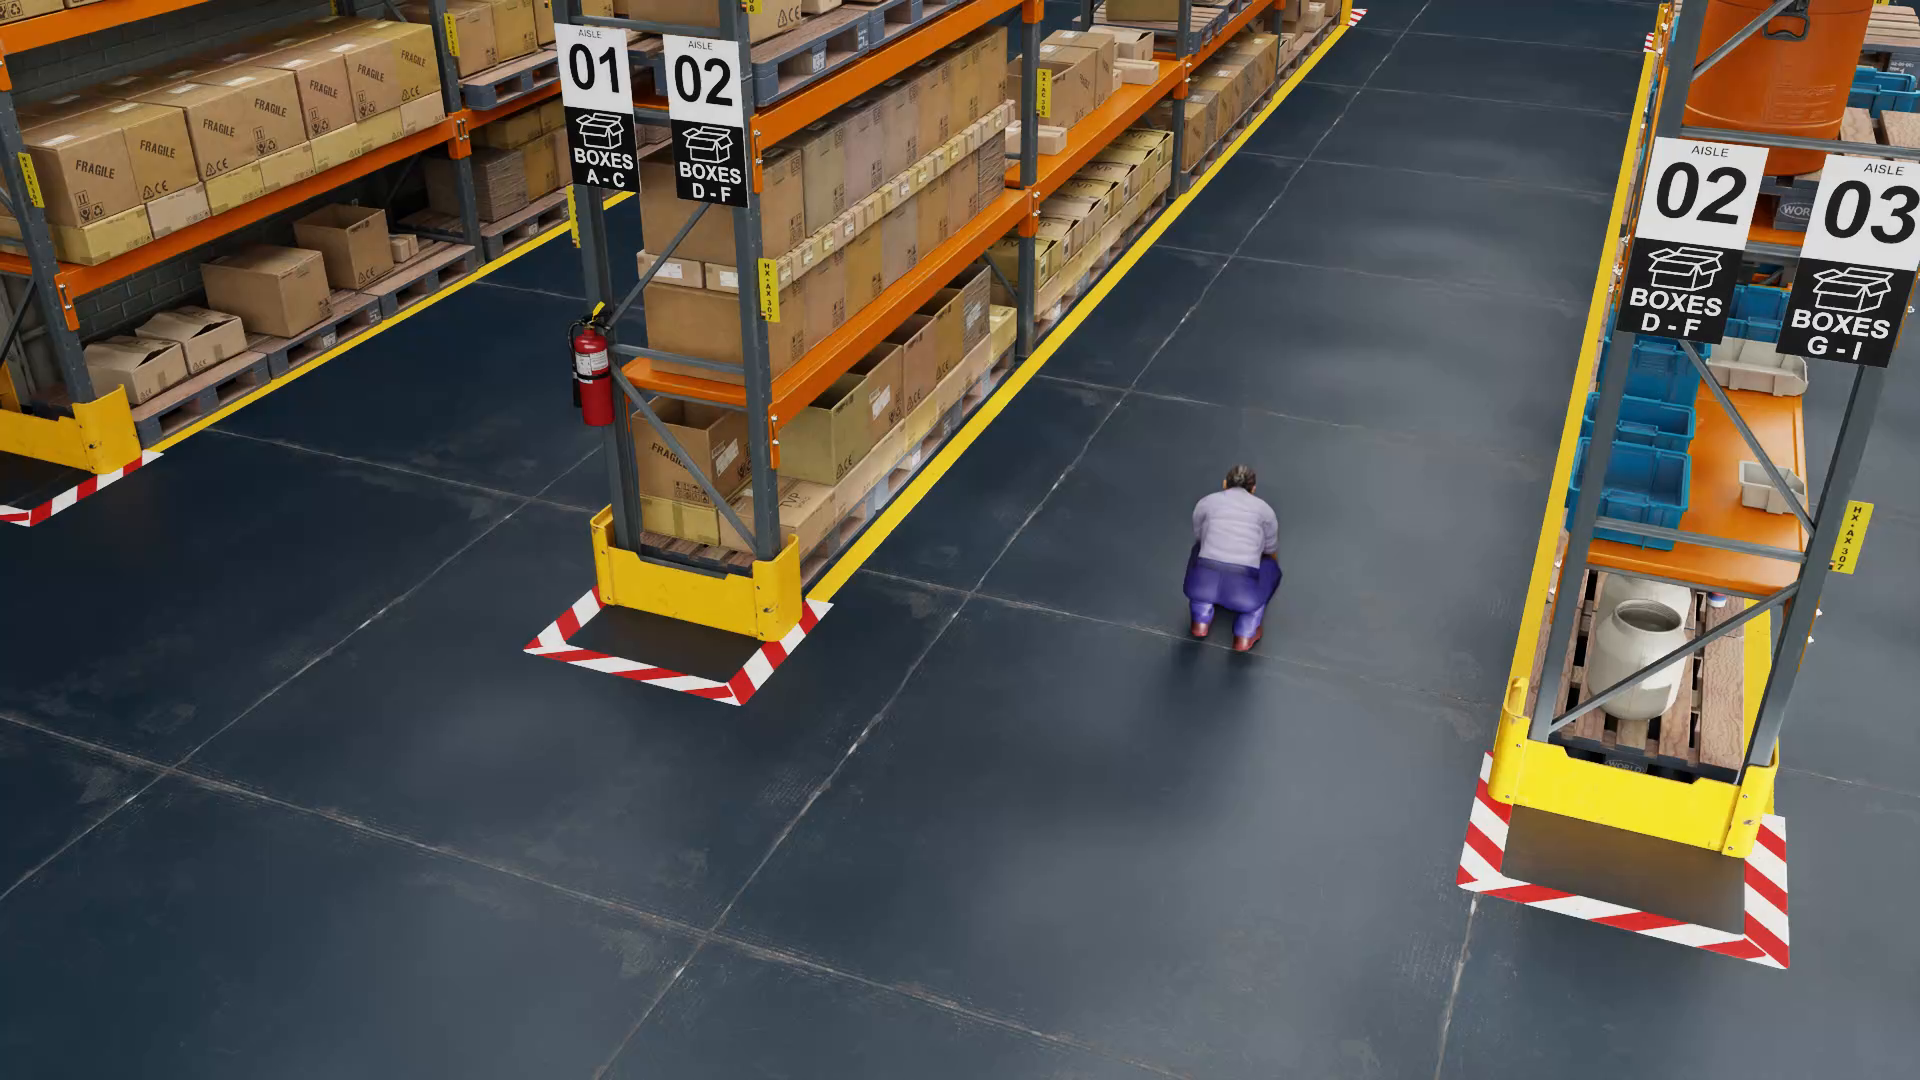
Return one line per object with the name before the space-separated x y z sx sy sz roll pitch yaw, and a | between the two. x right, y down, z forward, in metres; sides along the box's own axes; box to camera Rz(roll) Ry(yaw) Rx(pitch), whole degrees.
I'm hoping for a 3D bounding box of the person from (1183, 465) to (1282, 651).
person | 1.484 0.107 9.061 0.520 0.822 0.822 12 32 19
